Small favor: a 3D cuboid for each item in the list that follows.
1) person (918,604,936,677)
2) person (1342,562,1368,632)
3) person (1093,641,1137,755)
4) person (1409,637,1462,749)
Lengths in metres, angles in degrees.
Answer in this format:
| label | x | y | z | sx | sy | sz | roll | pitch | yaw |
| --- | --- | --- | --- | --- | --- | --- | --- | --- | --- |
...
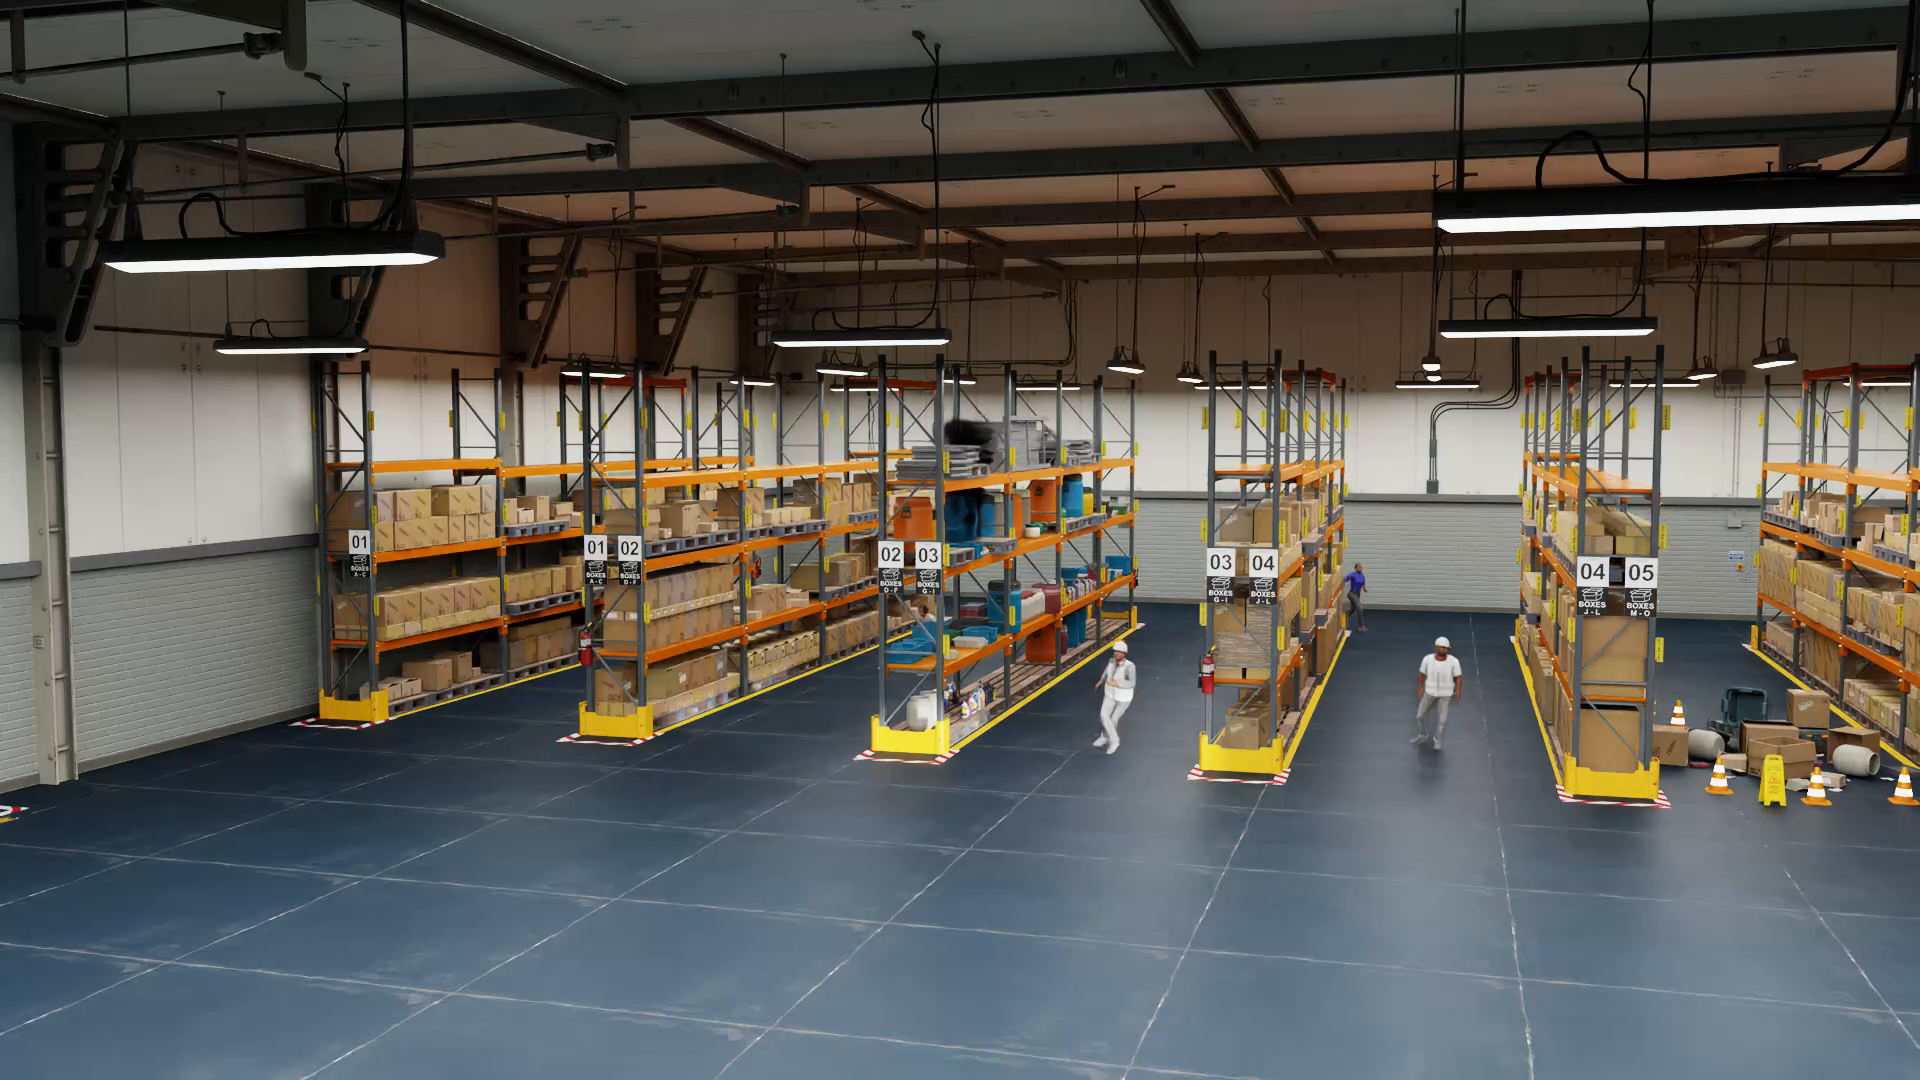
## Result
| label | x | y | z | sx | sy | sz | roll | pitch | yaw |
| --- | --- | --- | --- | --- | --- | --- | --- | --- | --- |
| person | -0.543 | 1.966 | 32.711 | 0.536 | 1.383 | 0.994 | 2 | 5 | 31 |
| person | 9.407 | 1.353 | 39.832 | 0.558 | 1.660 | 0.828 | -4 | 6 | -45 |
| person | 2.339 | 2.355 | 25.088 | 0.780 | 1.708 | 0.700 | 2 | 5 | 25 |
| person | 7.217 | 2.329 | 25.251 | 0.789 | 1.729 | 0.570 | 2 | 4 | 22 |
